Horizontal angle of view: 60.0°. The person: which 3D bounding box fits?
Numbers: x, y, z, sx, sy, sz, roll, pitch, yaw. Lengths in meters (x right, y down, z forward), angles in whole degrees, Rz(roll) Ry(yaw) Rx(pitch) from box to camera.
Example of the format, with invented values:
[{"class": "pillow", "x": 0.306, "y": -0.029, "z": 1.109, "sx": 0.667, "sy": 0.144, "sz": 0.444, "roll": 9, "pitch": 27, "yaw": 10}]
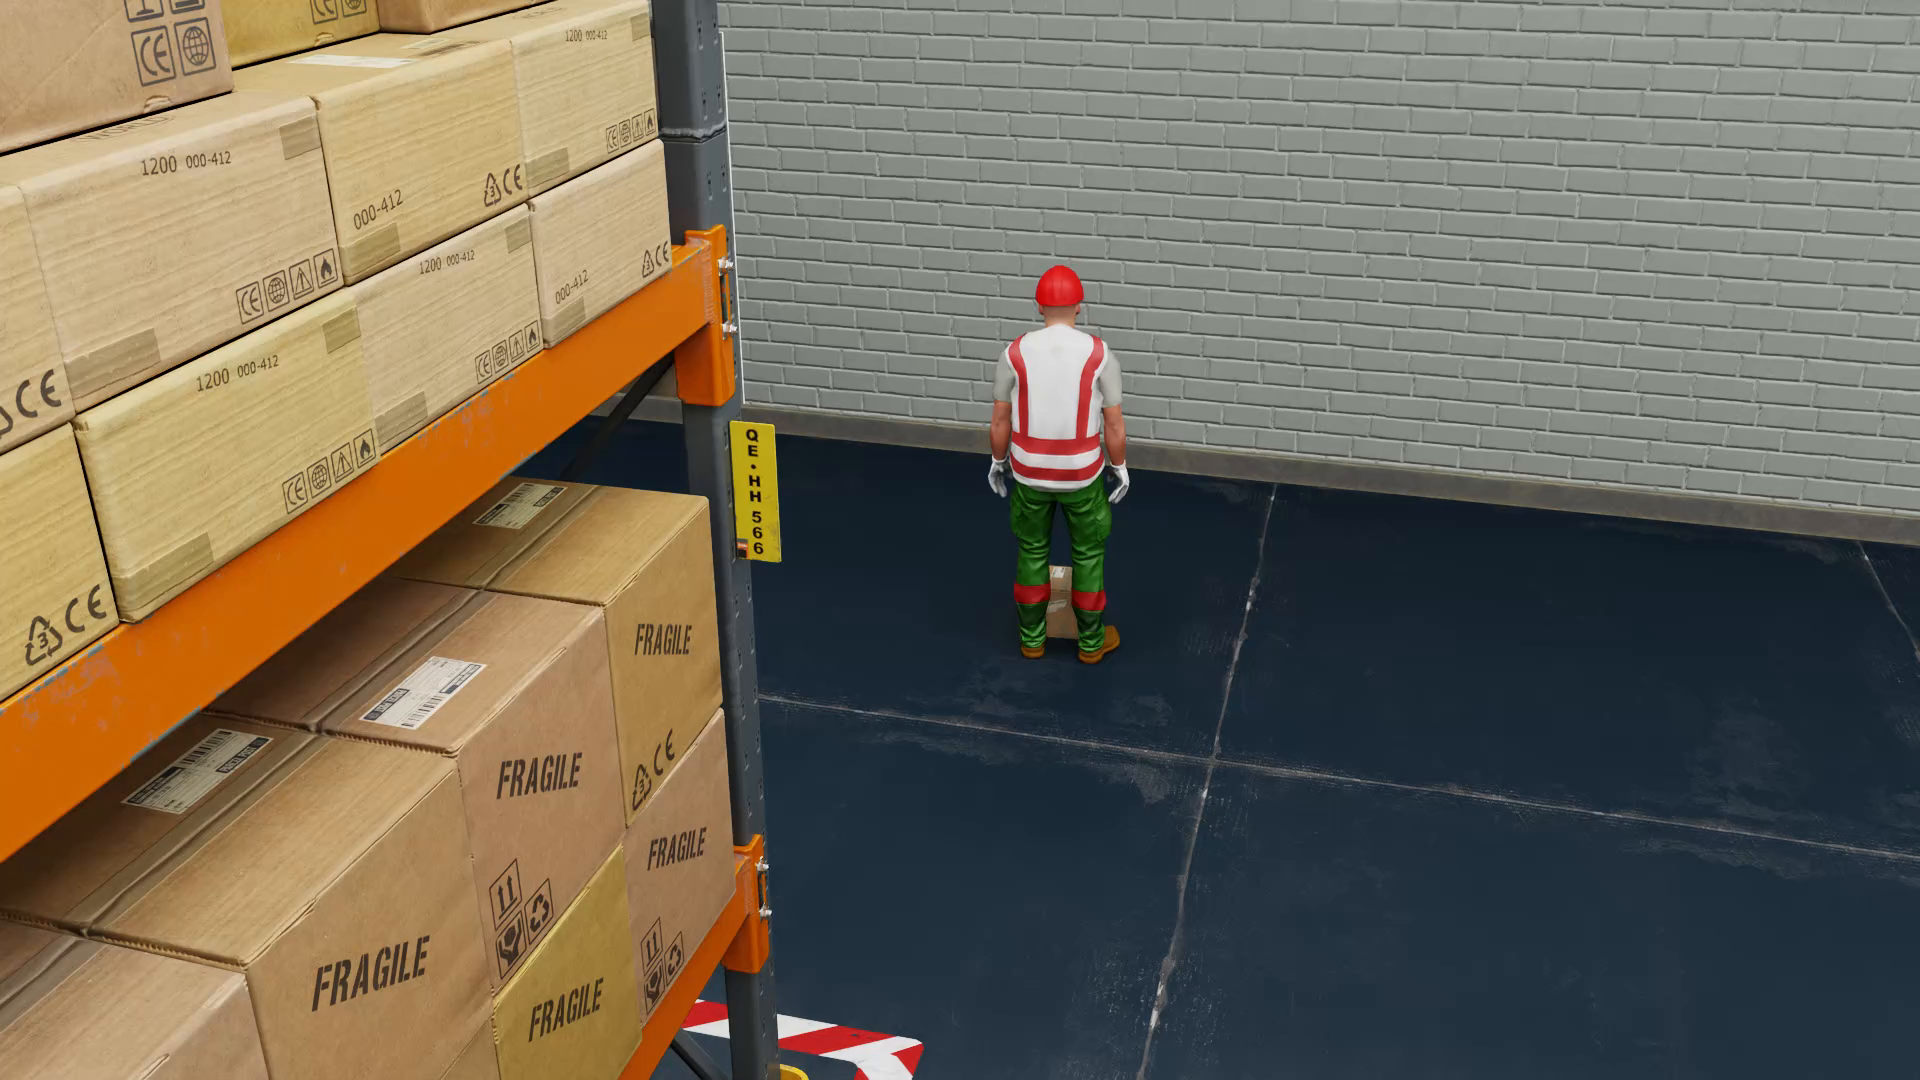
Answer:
[{"class": "person", "x": 0.429, "y": -0.309, "z": 7.250, "sx": 0.620, "sy": 1.780, "sz": 0.448, "roll": 5, "pitch": 26, "yaw": 10}]
